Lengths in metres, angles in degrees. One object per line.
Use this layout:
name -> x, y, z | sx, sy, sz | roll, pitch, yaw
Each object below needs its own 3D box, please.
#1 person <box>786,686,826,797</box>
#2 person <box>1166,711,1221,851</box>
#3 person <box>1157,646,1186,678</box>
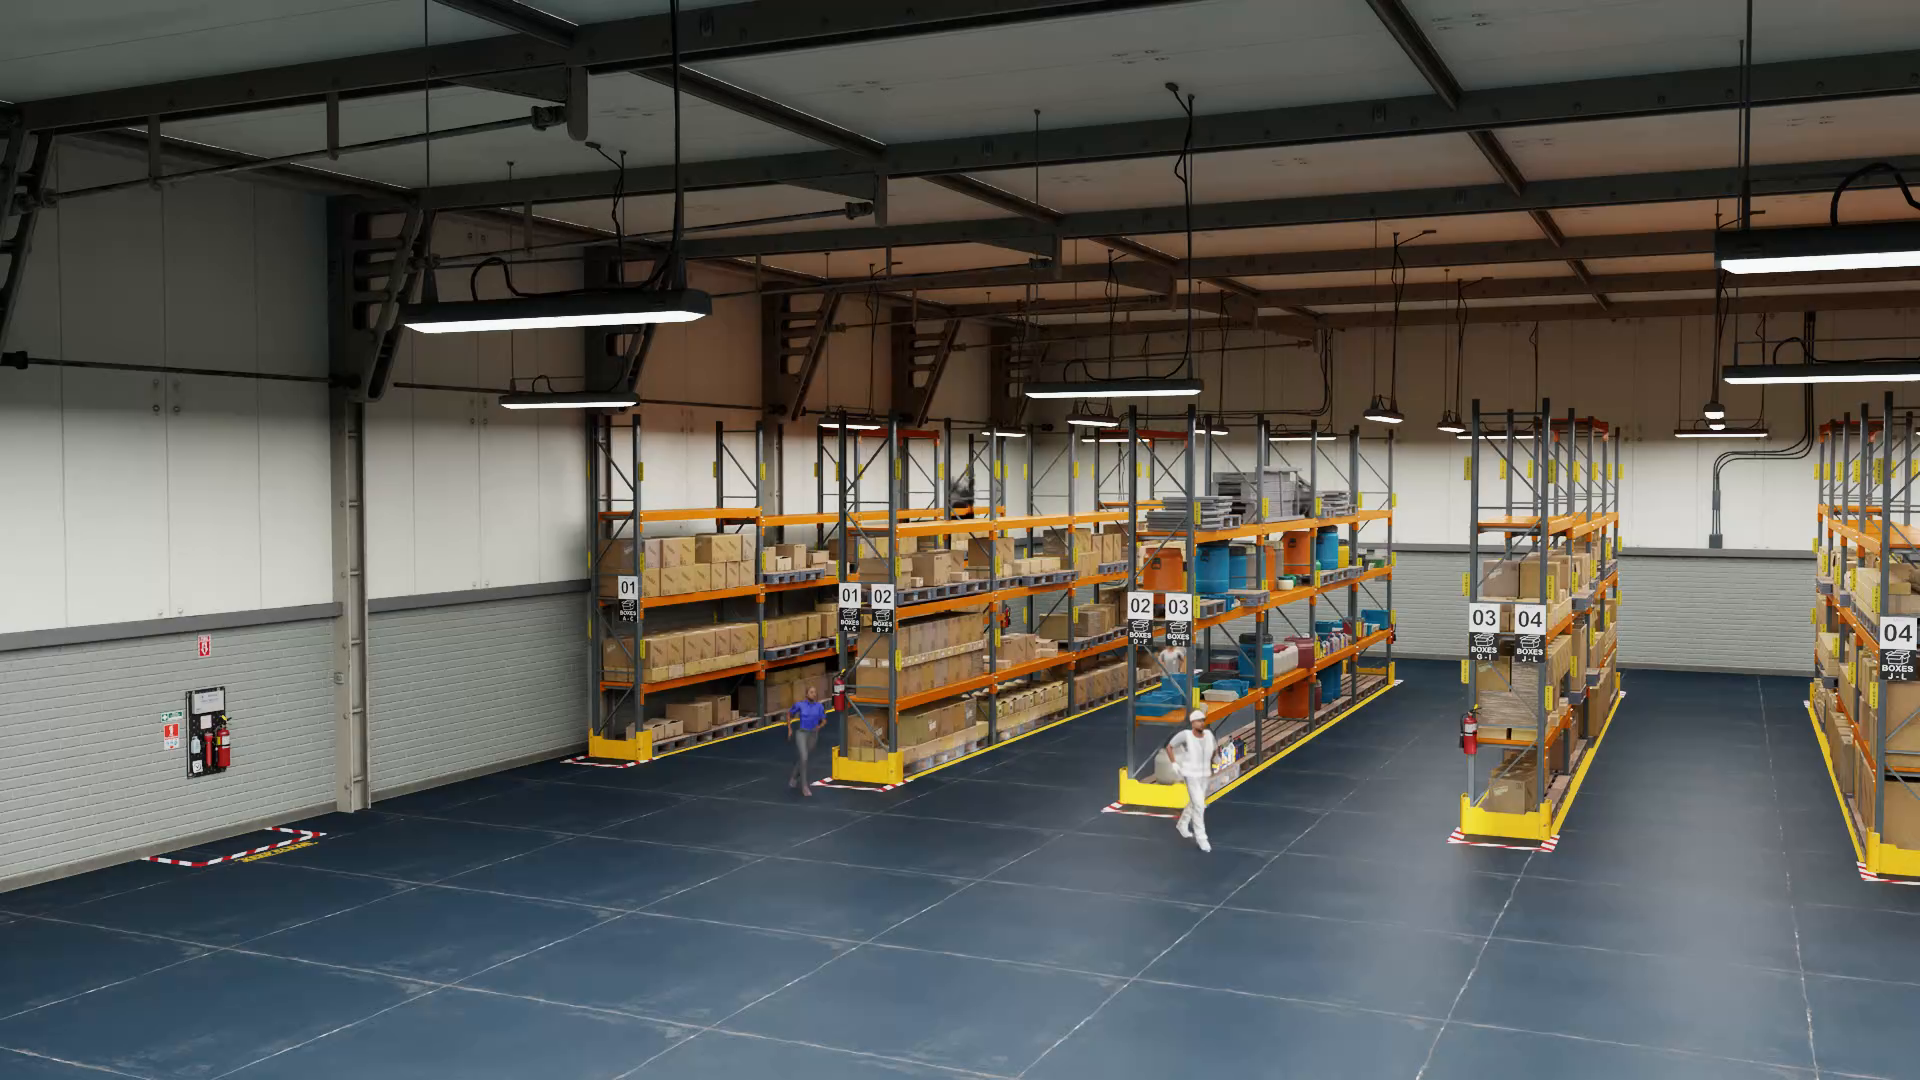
person -> -2.361, 3.106, 25.941 | 0.600, 1.649, 0.847 | -1, 3, -26
person -> 3.171, 3.186, 22.318 | 0.668, 1.818, 0.860 | -1, 3, -32
person -> 4.293, 2.784, 33.797 | 0.577, 1.641, 0.877 | 1, 2, 17
